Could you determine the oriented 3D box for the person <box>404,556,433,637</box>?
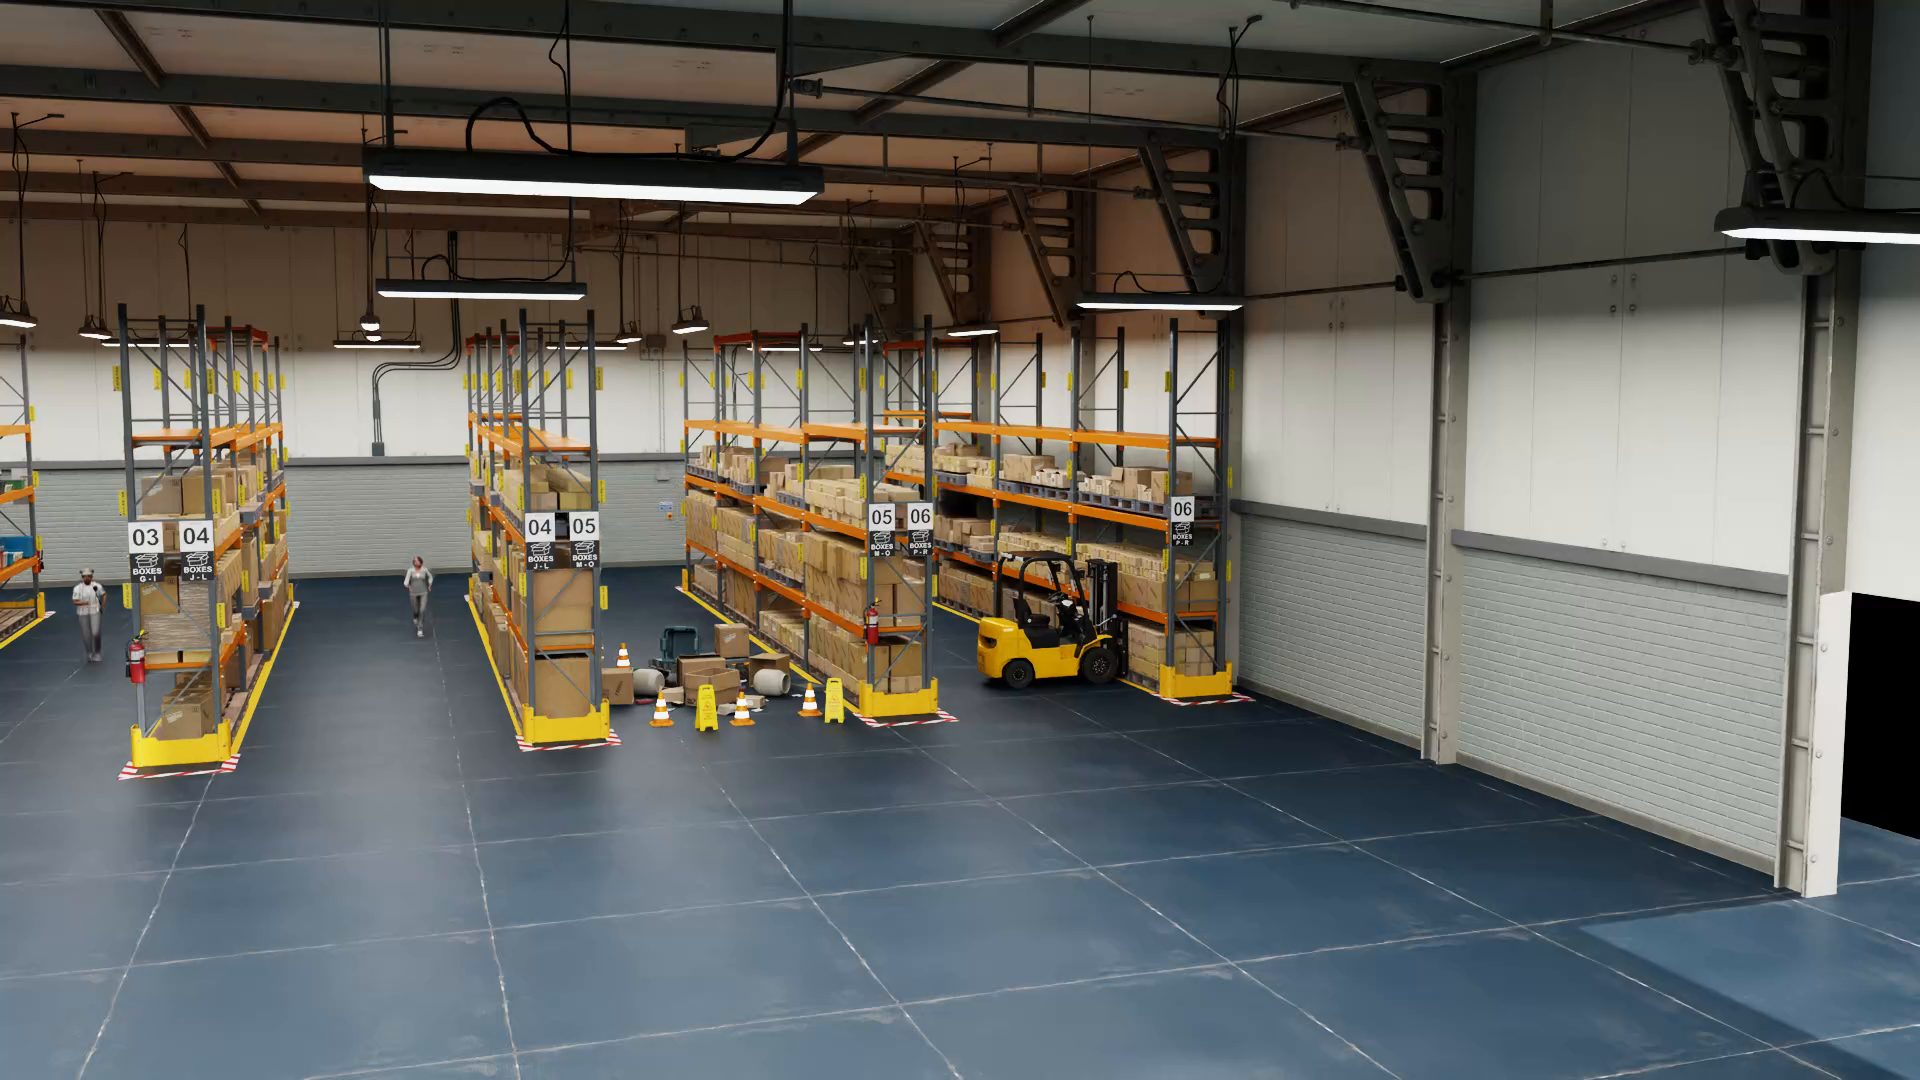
[{"bbox_3d":[-10.740,1.101,33.024,0.552,1.585,0.805,-2,6,-18],"label":"person"}]

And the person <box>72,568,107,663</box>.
[{"bbox_3d":[-15.542,1.347,29.714,0.536,1.714,0.686,-2,6,-24],"label":"person"}]
